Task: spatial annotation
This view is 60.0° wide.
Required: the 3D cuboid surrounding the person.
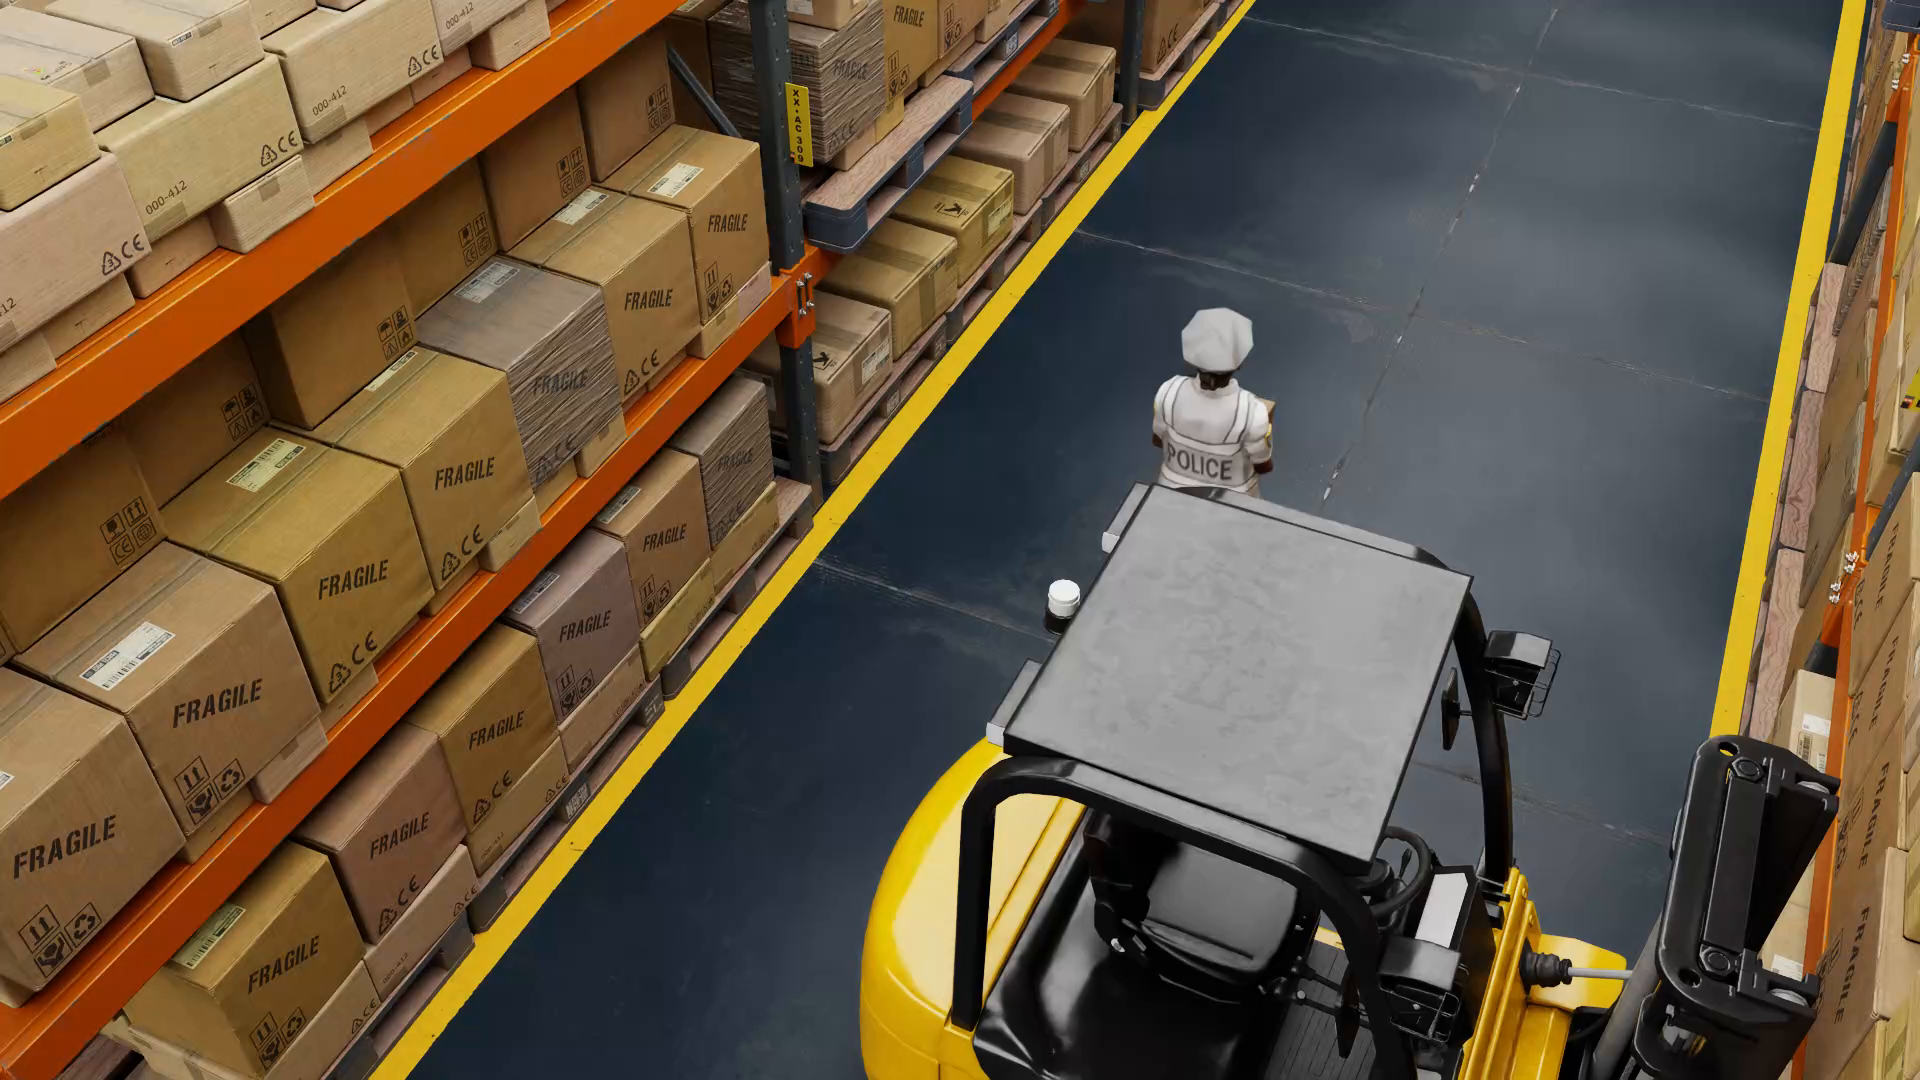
[{"bbox_3d":[0.957,-0.191,6.353,0.464,1.683,0.507,17,45,18],"label":"person"}]
